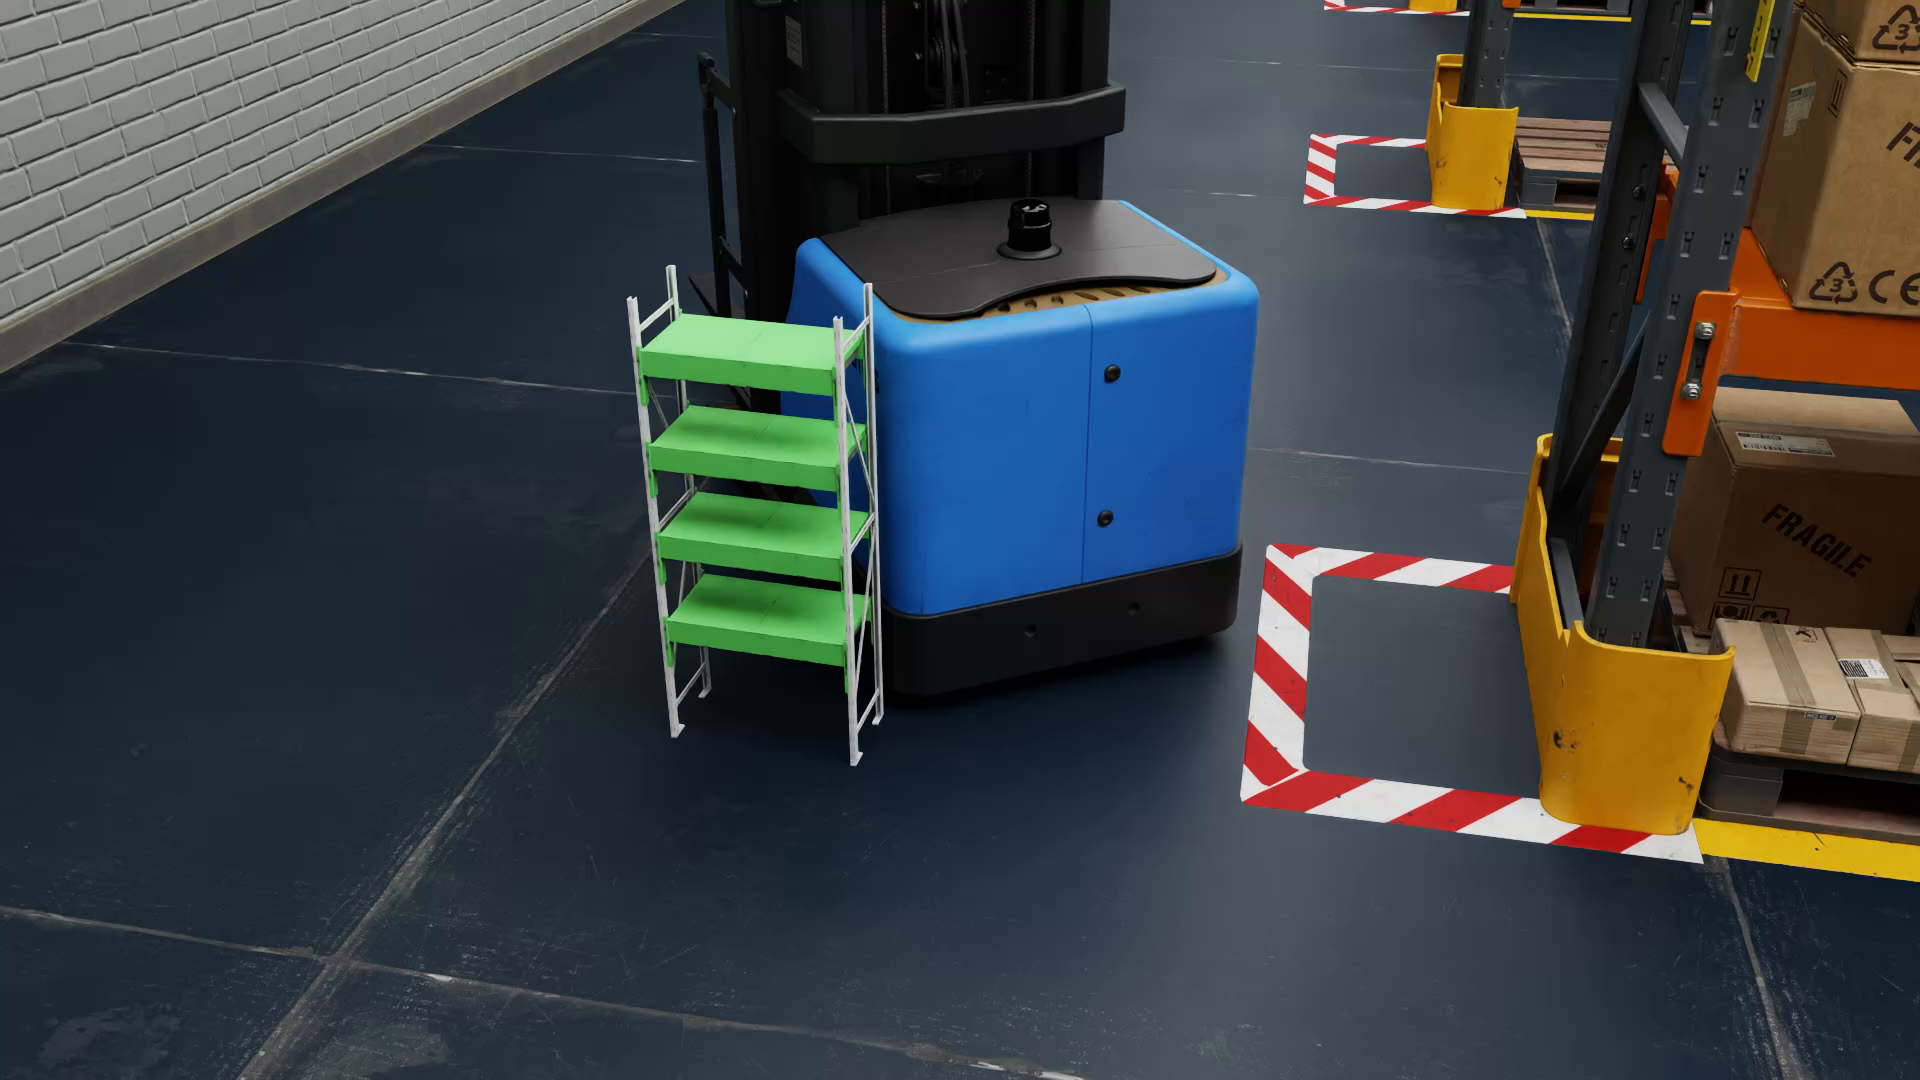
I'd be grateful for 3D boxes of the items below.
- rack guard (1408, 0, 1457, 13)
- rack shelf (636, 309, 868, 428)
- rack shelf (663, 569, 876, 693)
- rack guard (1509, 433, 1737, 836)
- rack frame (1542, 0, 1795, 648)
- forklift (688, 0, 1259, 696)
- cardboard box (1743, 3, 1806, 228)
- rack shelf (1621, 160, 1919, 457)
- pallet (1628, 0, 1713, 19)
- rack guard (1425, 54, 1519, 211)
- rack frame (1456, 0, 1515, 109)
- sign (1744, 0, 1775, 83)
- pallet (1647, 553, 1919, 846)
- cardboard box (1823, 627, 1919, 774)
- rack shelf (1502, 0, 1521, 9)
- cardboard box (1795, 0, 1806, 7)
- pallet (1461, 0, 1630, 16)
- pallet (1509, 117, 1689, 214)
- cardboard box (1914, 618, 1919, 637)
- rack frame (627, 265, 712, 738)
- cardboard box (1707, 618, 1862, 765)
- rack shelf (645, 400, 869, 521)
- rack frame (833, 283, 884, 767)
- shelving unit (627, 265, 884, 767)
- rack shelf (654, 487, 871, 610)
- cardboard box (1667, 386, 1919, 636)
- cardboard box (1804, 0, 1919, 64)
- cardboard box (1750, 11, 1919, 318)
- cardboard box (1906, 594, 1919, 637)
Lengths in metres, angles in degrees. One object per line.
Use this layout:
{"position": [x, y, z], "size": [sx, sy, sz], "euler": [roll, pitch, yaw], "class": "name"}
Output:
{"position": [3.674, -4.462, 12.880], "size": [0.348, 0.500, 1.175], "euler": [6, 29, 11], "class": "rack guard"}
{"position": [-0.476, -0.405, 3.873], "size": [0.480, 0.148, 0.258], "euler": [7, 30, 13], "class": "rack shelf"}
{"position": [-0.476, 0.227, 4.219], "size": [0.480, 0.148, 0.258], "euler": [7, 30, 13], "class": "rack shelf"}
{"position": [1.699, 0.200, 4.365], "size": [0.348, 0.500, 1.175], "euler": [6, 29, 11], "class": "rack guard"}
{"position": [1.625, -0.904, 3.779], "size": [0.127, 3.000, 1.000], "euler": [6, 29, 11], "class": "rack frame"}
{"position": [-0.232, -1.567, 5.059], "size": [1.130, 2.935, 3.031], "euler": [-11, 30, -19], "class": "forklift"}
{"position": [2.120, -1.031, 3.906], "size": [0.500, 0.500, 0.500], "euler": [7, 29, 12], "class": "cardboard box"}
{"position": [3.581, -0.388, 3.585], "size": [4.000, 0.370, 1.077], "euler": [6, 29, 11], "class": "rack shelf"}
{"position": [5.685, -4.166, 12.641], "size": [1.213, 0.211, 1.003], "euler": [6, 29, 11], "class": "pallet"}
{"position": [2.637, -2.130, 8.620], "size": [0.348, 0.500, 1.175], "euler": [6, 29, 11], "class": "rack guard"}
{"position": [2.663, -3.230, 8.027], "size": [0.127, 3.000, 1.000], "euler": [6, 29, 11], "class": "rack frame"}
{"position": [1.512, -1.029, 3.105], "size": [0.005, 0.325, 0.100], "euler": [6, 29, 11], "class": "sign"}
{"position": [2.479, 0.406, 4.289], "size": [1.213, 0.211, 1.003], "euler": [6, 29, 11], "class": "pallet"}
{"position": [2.207, 0.374, 3.936], "size": [0.250, 0.166, 0.380], "euler": [6, 29, 11], "class": "cardboard box"}
{"position": [4.619, -2.714, 7.833], "size": [4.000, 0.370, 1.077], "euler": [6, 29, 11], "class": "rack shelf"}
{"position": [2.118, -1.471, 3.669], "size": [0.500, 0.500, 0.500], "euler": [6, 29, 10], "class": "cardboard box"}
{"position": [4.496, -4.290, 12.866], "size": [1.213, 0.211, 1.003], "euler": [6, 29, 11], "class": "pallet"}
{"position": [3.461, -1.906, 8.512], "size": [1.213, 0.211, 1.003], "euler": [6, 29, 11], "class": "pallet"}
{"position": [2.586, 0.346, 3.899], "size": [0.500, 0.250, 0.500], "euler": [6, 29, 11], "class": "cardboard box"}
{"position": [-0.712, -0.069, 4.127], "size": [0.015, 1.200, 0.240], "euler": [7, 30, 13], "class": "rack frame"}
{"position": [1.963, 0.356, 3.986], "size": [0.250, 0.149, 0.380], "euler": [6, 29, 11], "class": "cardboard box"}
{"position": [-0.476, -0.194, 3.988], "size": [0.480, 0.148, 0.258], "euler": [7, 30, 13], "class": "rack shelf"}
{"position": [-0.240, -0.010, 4.019], "size": [0.015, 1.200, 0.240], "euler": [7, 30, 13], "class": "rack frame"}
{"position": [-0.476, -0.040, 4.073], "size": [0.503, 1.200, 0.258], "euler": [7, 30, 13], "class": "shelving unit"}
{"position": [-0.476, 0.016, 4.104], "size": [0.480, 0.148, 0.258], "euler": [7, 30, 13], "class": "rack shelf"}
{"position": [2.208, -0.062, 4.385], "size": [0.500, 0.500, 0.500], "euler": [6, 29, 11], "class": "cardboard box"}
{"position": [2.004, -1.219, 3.207], "size": [0.500, 0.500, 0.500], "euler": [7, 29, 12], "class": "cardboard box"}
{"position": [2.004, -0.780, 3.447], "size": [0.500, 0.500, 0.500], "euler": [6, 29, 12], "class": "cardboard box"}
{"position": [2.585, 0.167, 4.314], "size": [0.250, 0.166, 0.380], "euler": [6, 29, 11], "class": "cardboard box"}
